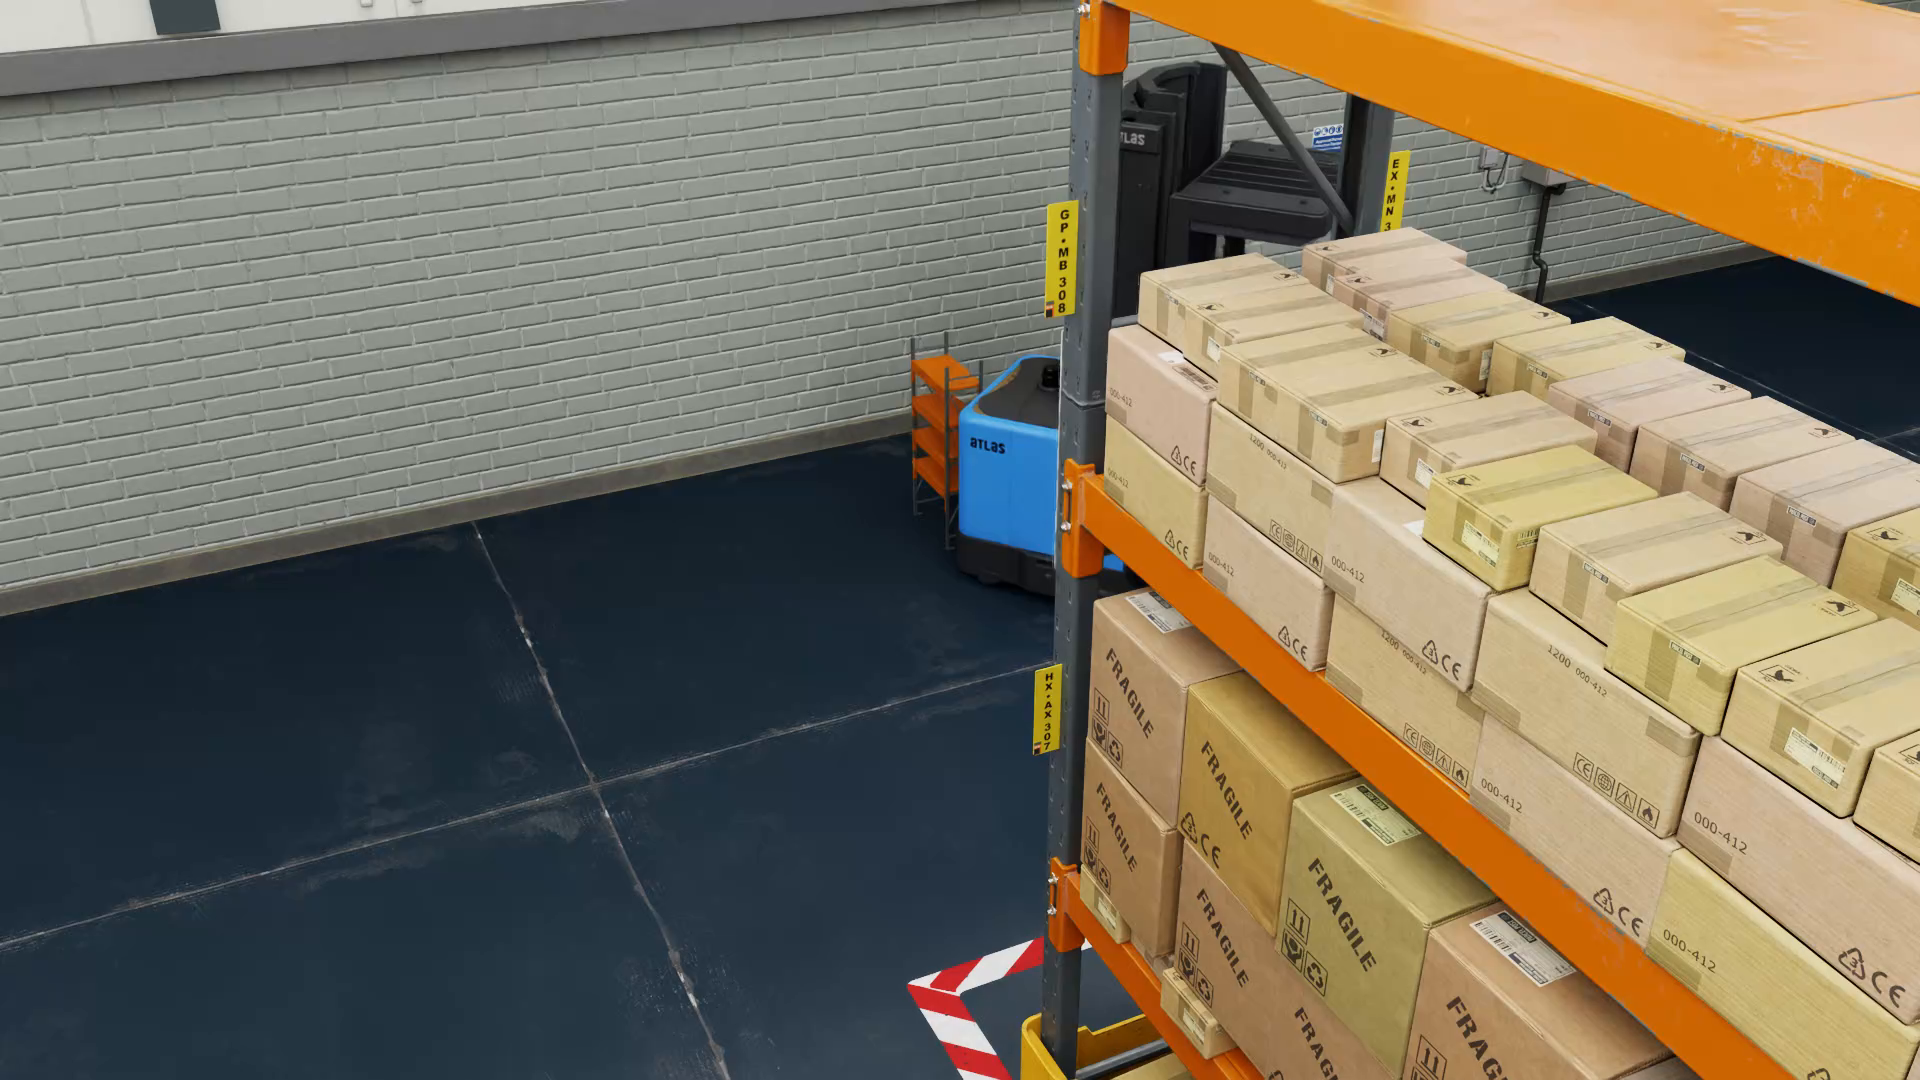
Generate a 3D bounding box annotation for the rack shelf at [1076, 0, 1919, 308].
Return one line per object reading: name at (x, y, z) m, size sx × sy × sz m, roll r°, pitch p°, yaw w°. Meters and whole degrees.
rack shelf at (1.631, -0.612, 2.853) m, size 1.077 × 0.370 × 4.000 m, roll -13°, pitch 32°, yaw -22°

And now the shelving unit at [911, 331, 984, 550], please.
shelving unit at (-0.079, -0.599, 10.064) m, size 0.258 × 1.200 × 0.503 m, roll -13°, pitch 32°, yaw -22°

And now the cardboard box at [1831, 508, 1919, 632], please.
cardboard box at (1.938, 0.055, 3.225) m, size 0.380 × 0.149 × 0.250 m, roll -14°, pitch 32°, yaw -23°

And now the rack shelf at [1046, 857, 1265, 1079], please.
rack shelf at (1.631, 2.003, 4.319) m, size 1.077 × 0.370 × 4.000 m, roll -13°, pitch 32°, yaw -22°

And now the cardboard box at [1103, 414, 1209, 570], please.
cardboard box at (0.734, -0.185, 4.572) m, size 0.500 × 0.250 × 0.500 m, roll -12°, pitch 31°, yaw -20°

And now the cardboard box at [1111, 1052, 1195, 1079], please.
cardboard box at (0.690, 1.910, 5.628) m, size 0.380 × 0.149 × 0.250 m, roll -15°, pitch 32°, yaw -24°

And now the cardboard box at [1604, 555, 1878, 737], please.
cardboard box at (1.402, 0.184, 2.996) m, size 0.380 × 0.149 × 0.250 m, roll -14°, pitch 32°, yaw -23°

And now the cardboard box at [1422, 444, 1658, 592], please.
cardboard box at (1.186, -0.051, 3.414) m, size 0.380 × 0.149 × 0.250 m, roll -12°, pitch 31°, yaw -20°

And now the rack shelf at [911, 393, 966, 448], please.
rack shelf at (-0.079, -0.735, 9.987) m, size 0.258 × 0.148 × 0.480 m, roll -13°, pitch 32°, yaw -22°

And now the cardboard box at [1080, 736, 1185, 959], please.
cardboard box at (0.715, 0.889, 5.164) m, size 0.500 × 0.500 × 0.500 m, roll -12°, pitch 31°, yaw -20°

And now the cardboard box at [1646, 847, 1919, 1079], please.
cardboard box at (1.612, 0.723, 2.954) m, size 0.500 × 0.250 × 0.500 m, roll -13°, pitch 32°, yaw -23°

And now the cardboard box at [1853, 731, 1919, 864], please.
cardboard box at (1.653, 0.398, 2.613) m, size 0.380 × 0.149 × 0.250 m, roll -14°, pitch 32°, yaw -24°

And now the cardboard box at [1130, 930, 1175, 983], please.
cardboard box at (0.762, 1.231, 5.217) m, size 0.380 × 0.149 × 0.250 m, roll -12°, pitch 31°, yaw -20°

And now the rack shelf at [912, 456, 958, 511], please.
rack shelf at (-0.079, -0.367, 10.194) m, size 0.258 × 0.148 × 0.480 m, roll -13°, pitch 32°, yaw -22°

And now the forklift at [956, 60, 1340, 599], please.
forklift at (1.535, -0.963, 8.944) m, size 3.031 × 2.935 × 1.130 m, roll 13°, pitch 32°, yaw 22°

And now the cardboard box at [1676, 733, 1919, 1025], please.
cardboard box at (1.621, 0.500, 2.840) m, size 0.500 × 0.250 × 0.500 m, roll -12°, pitch 31°, yaw -20°

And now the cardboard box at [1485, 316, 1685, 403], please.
cardboard box at (1.520, -0.407, 4.050) m, size 0.380 × 0.149 × 0.250 m, roll -13°, pitch 32°, yaw -21°

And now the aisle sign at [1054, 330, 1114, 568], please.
aisle sign at (0.470, -0.297, 5.028) m, size 0.394 × 0.787 × 0.004 m, roll -13°, pitch 32°, yaw -22°

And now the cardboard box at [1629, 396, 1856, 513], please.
cardboard box at (1.701, -0.171, 3.629) m, size 0.380 × 0.149 × 0.250 m, roll -12°, pitch 32°, yaw -21°

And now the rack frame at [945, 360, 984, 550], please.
rack frame at (0.025, -0.491, 9.871) m, size 0.240 × 1.200 × 0.015 m, roll -13°, pitch 32°, yaw -22°

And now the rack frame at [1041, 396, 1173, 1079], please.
rack frame at (0.772, 0.806, 5.719) m, size 1.000 × 3.000 × 0.127 m, roll -13°, pitch 32°, yaw -22°

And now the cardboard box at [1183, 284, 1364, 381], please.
cardboard box at (0.799, -0.522, 4.254) m, size 0.380 × 0.149 × 0.250 m, roll -12°, pitch 31°, yaw -20°

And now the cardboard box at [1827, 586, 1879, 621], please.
cardboard box at (1.844, 0.173, 3.423) m, size 0.500 × 0.250 × 0.500 m, roll -15°, pitch 32°, yaw -24°

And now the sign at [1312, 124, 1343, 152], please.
sign at (2.688, -2.899, 12.049) m, size 0.327 × 0.218 × 0.001 m, roll -13°, pitch 32°, yaw -22°

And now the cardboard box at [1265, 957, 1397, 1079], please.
cardboard box at (1.167, 1.339, 4.362) m, size 0.500 × 0.500 × 0.500 m, roll -13°, pitch 32°, yaw -21°

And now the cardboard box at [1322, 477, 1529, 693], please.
cardboard box at (1.157, 0.049, 3.643) m, size 0.500 × 0.250 × 0.500 m, roll -13°, pitch 32°, yaw -21°

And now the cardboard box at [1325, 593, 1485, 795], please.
cardboard box at (1.189, 0.273, 3.755) m, size 0.500 × 0.250 × 0.500 m, roll -14°, pitch 32°, yaw -24°

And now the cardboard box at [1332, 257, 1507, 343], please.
cardboard box at (1.217, -0.619, 4.427) m, size 0.380 × 0.149 × 0.250 m, roll -13°, pitch 32°, yaw -21°

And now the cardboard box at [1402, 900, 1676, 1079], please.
cardboard box at (1.372, 1.131, 3.711) m, size 0.500 × 0.500 × 0.500 m, roll -14°, pitch 32°, yaw -24°

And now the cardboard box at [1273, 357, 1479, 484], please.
cardboard box at (0.953, -0.279, 3.821) m, size 0.380 × 0.149 × 0.250 m, roll -13°, pitch 32°, yaw -21°

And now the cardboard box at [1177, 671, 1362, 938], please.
cardboard box at (0.947, 0.672, 4.529) m, size 0.500 × 0.500 × 0.500 m, roll -12°, pitch 31°, yaw -21°

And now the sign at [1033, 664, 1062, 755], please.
sign at (0.282, 0.542, 5.304) m, size 0.100 × 0.325 × 0.005 m, roll -13°, pitch 32°, yaw -22°

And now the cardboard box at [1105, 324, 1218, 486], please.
cardboard box at (0.730, -0.402, 4.449) m, size 0.500 × 0.250 × 0.500 m, roll -13°, pitch 32°, yaw -21°

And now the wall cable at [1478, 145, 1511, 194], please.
wall cable at (4.033, -3.510, 12.377) m, size 0.588 × 1.984 × 0.122 m, roll -13°, pitch 32°, yaw -22°
